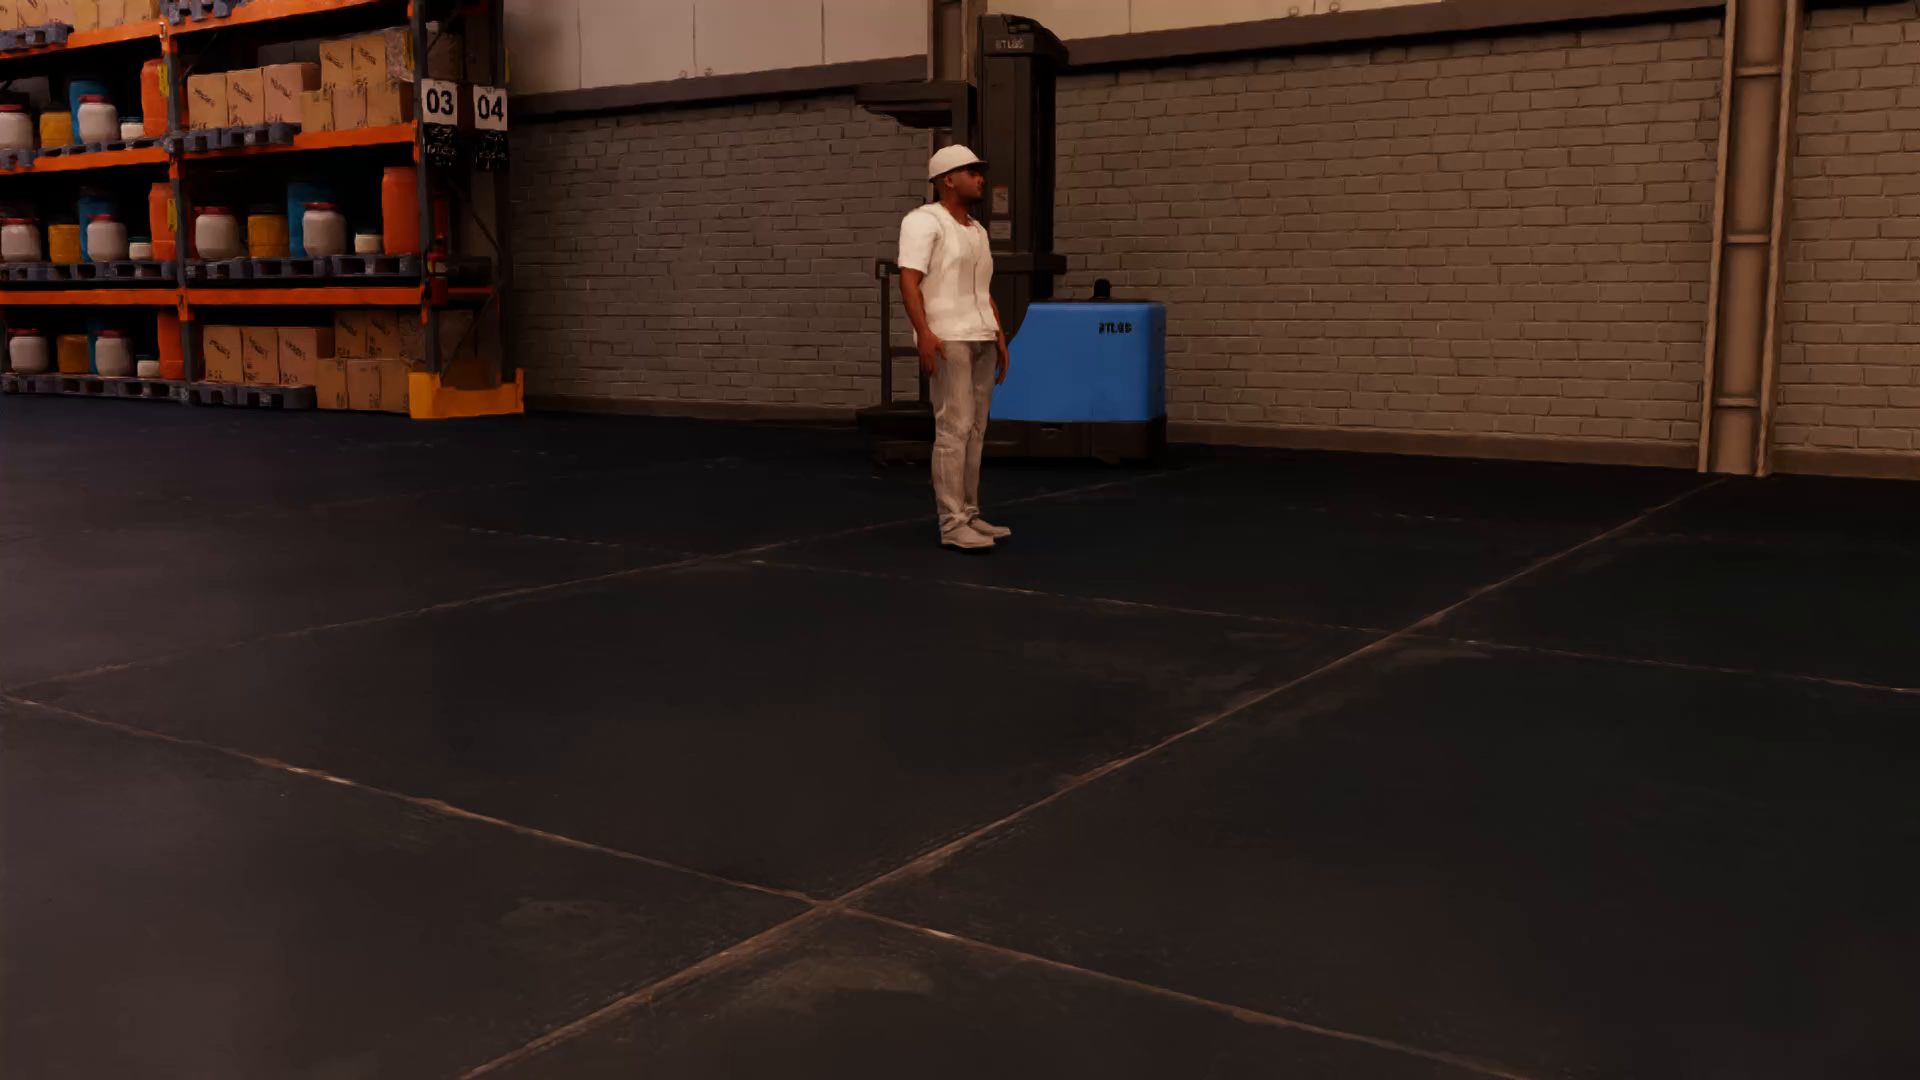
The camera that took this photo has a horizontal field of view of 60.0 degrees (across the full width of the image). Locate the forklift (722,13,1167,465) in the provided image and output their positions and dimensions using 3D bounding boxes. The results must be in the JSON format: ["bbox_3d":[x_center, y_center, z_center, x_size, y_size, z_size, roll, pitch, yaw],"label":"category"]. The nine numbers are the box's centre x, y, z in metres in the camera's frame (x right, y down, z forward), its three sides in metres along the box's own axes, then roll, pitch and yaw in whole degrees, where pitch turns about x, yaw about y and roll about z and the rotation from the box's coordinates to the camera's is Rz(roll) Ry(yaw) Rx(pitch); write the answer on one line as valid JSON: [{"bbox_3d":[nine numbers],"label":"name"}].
[{"bbox_3d":[-0.122,-2.029,11.463,3.031,2.935,1.130,2,8,14],"label":"forklift"}]

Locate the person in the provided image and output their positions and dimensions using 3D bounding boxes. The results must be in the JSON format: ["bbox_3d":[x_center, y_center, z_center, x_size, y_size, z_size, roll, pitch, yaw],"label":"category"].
[{"bbox_3d":[0.055,-0.875,7.435,0.576,1.766,0.665,5,10,34],"label":"person"}]
